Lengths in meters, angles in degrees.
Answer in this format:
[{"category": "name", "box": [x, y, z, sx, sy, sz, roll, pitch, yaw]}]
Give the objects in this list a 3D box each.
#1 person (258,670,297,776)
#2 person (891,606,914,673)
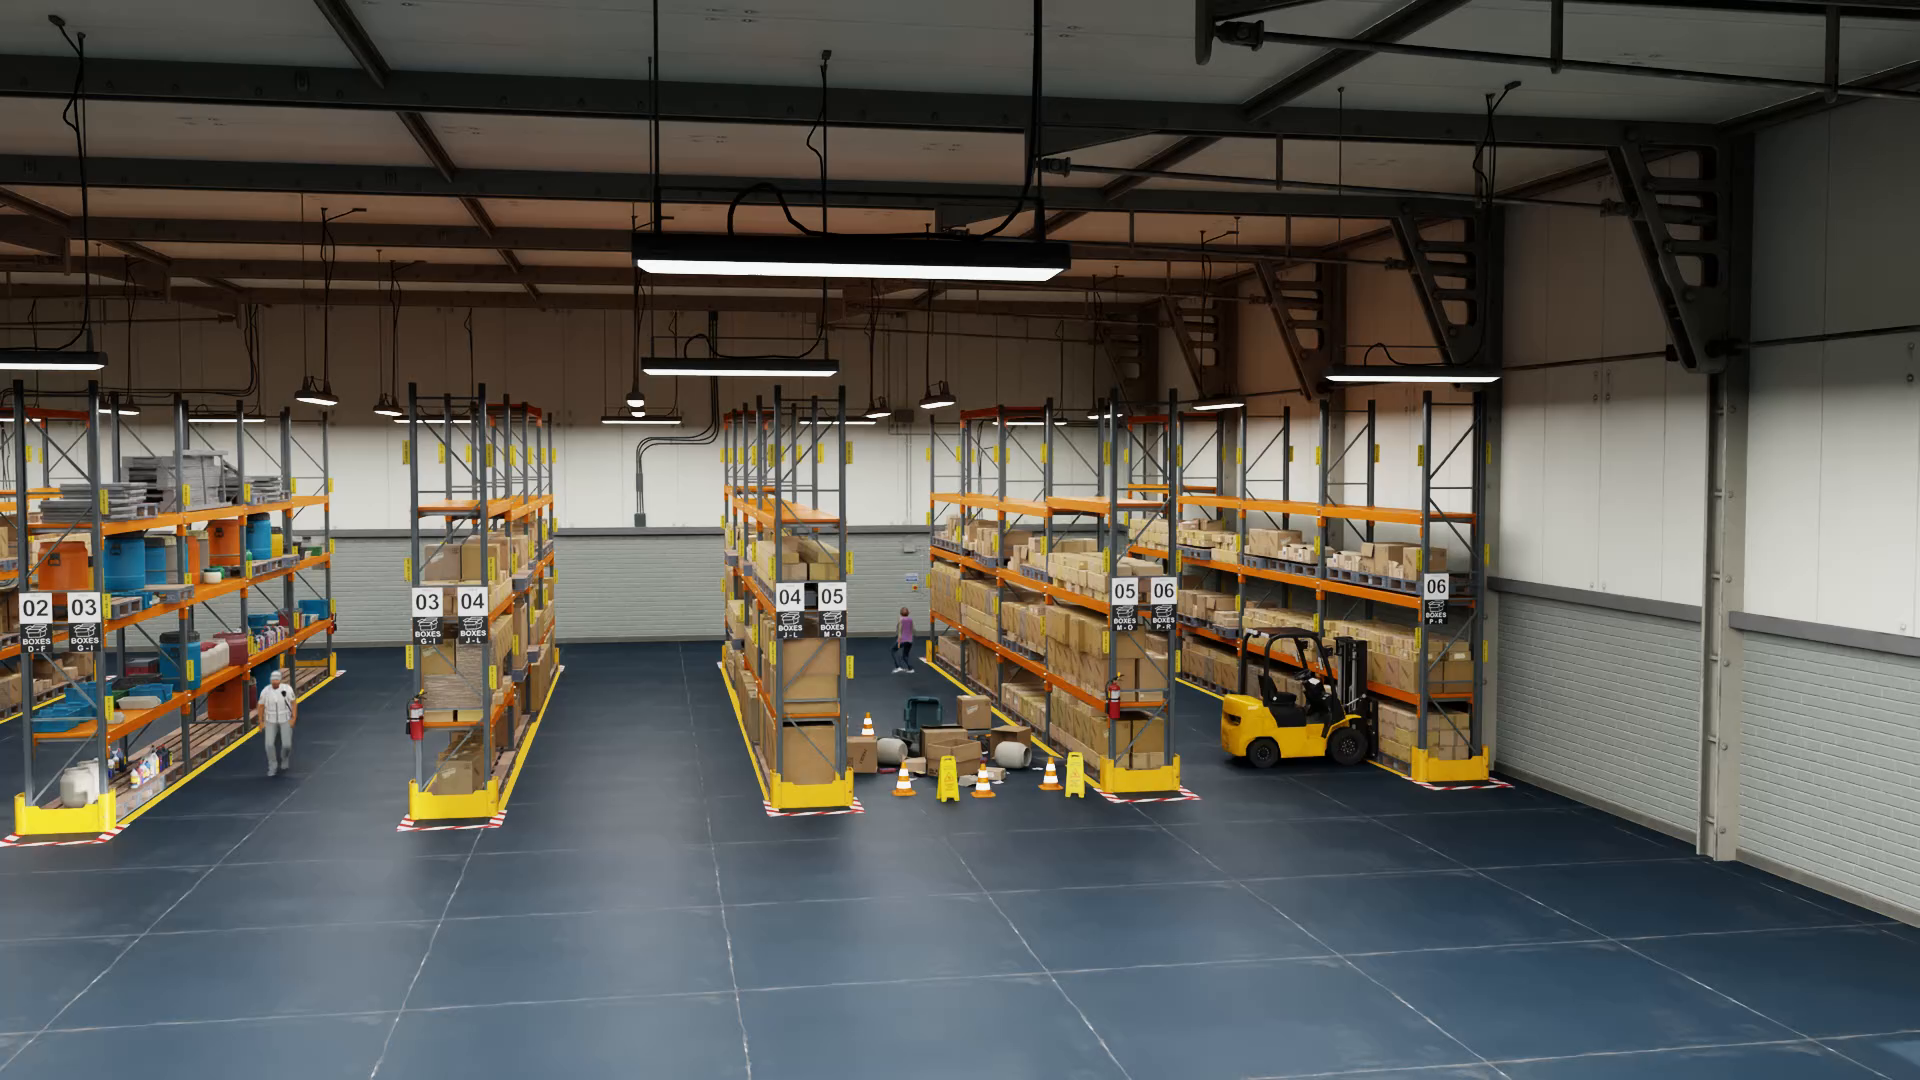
[{"category": "person", "box": [-10.759, 2.864, 26.223, 0.571, 1.647, 0.555, -1, 3, -15]}, {"category": "person", "box": [-1.190, 2.181, 36.251, 0.455, 1.467, 0.671, -2, 3, -33]}]
